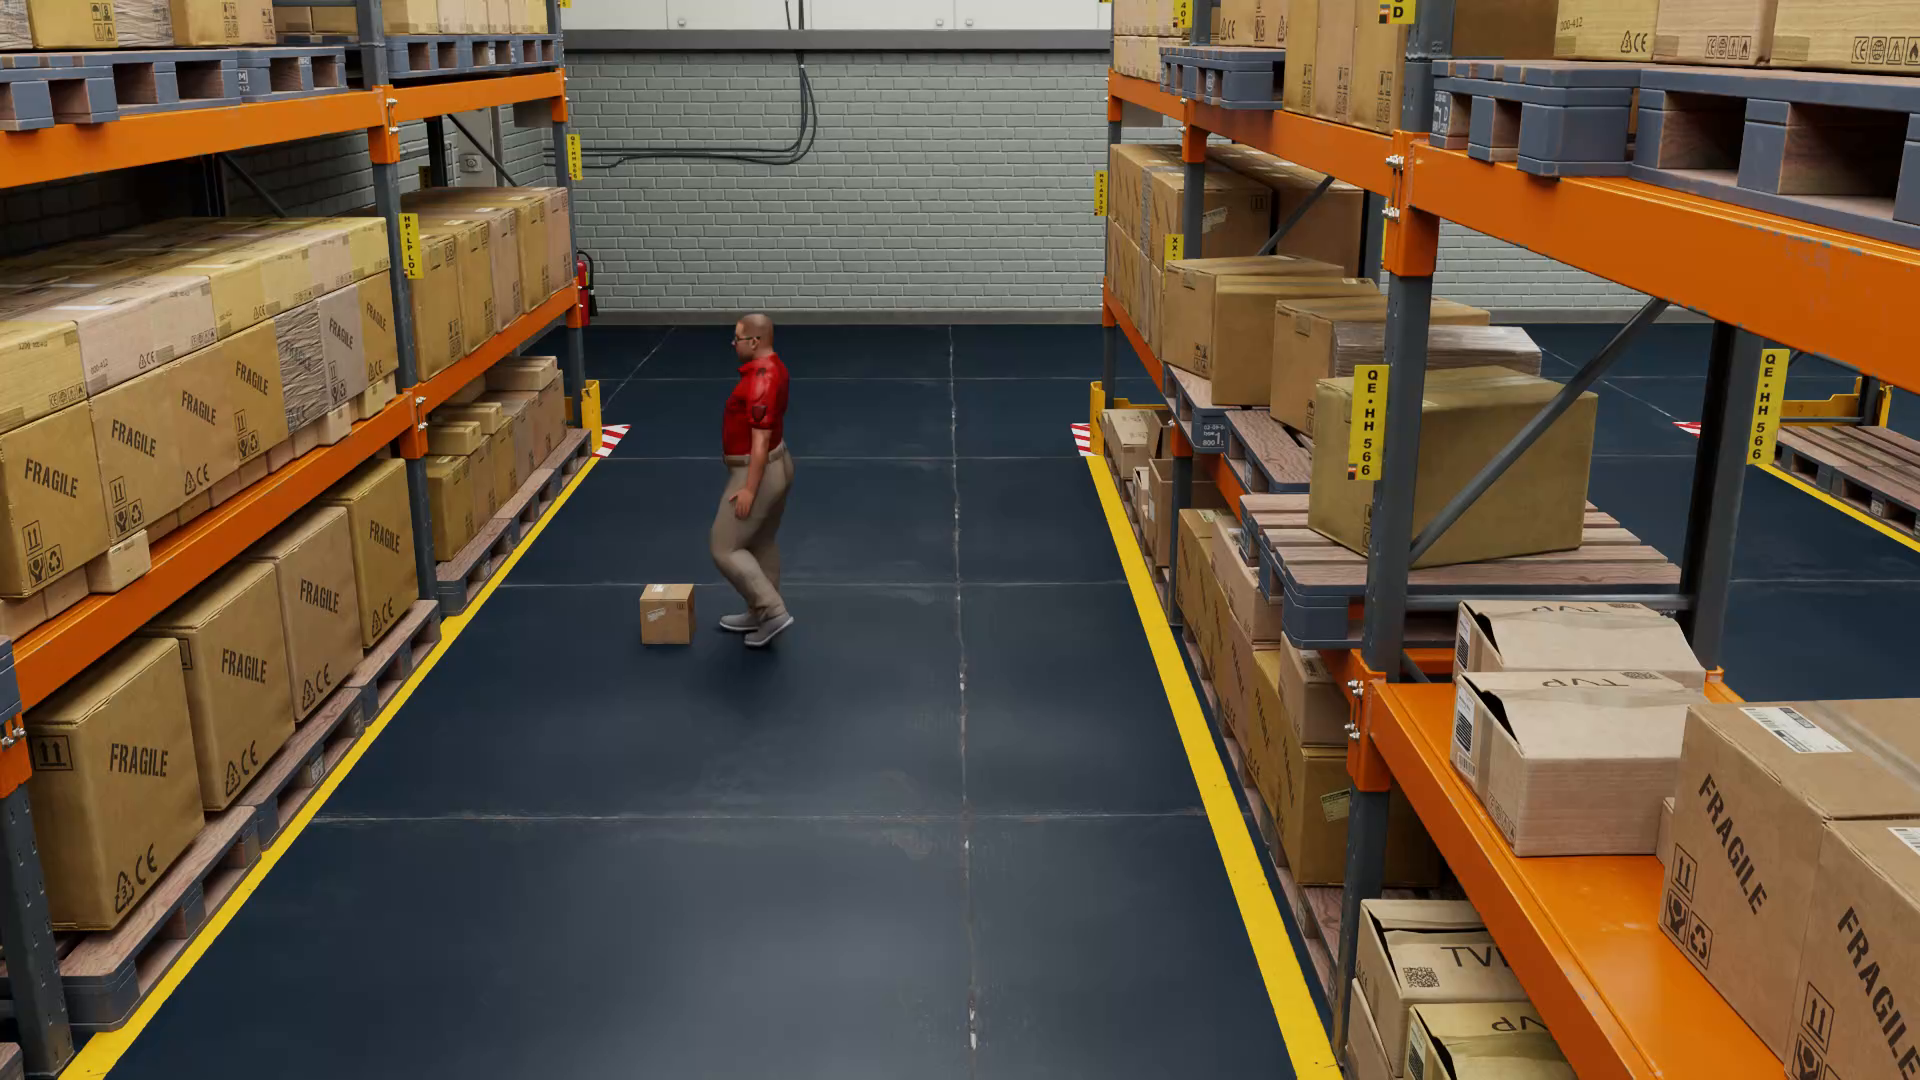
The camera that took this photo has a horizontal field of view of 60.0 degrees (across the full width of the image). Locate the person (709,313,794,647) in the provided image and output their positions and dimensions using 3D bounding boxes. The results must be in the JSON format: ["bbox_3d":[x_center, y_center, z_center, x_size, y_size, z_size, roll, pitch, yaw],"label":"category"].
[{"bbox_3d":[-1.080,-0.320,8.615,0.450,1.722,0.563,2,17,6],"label":"person"}]
